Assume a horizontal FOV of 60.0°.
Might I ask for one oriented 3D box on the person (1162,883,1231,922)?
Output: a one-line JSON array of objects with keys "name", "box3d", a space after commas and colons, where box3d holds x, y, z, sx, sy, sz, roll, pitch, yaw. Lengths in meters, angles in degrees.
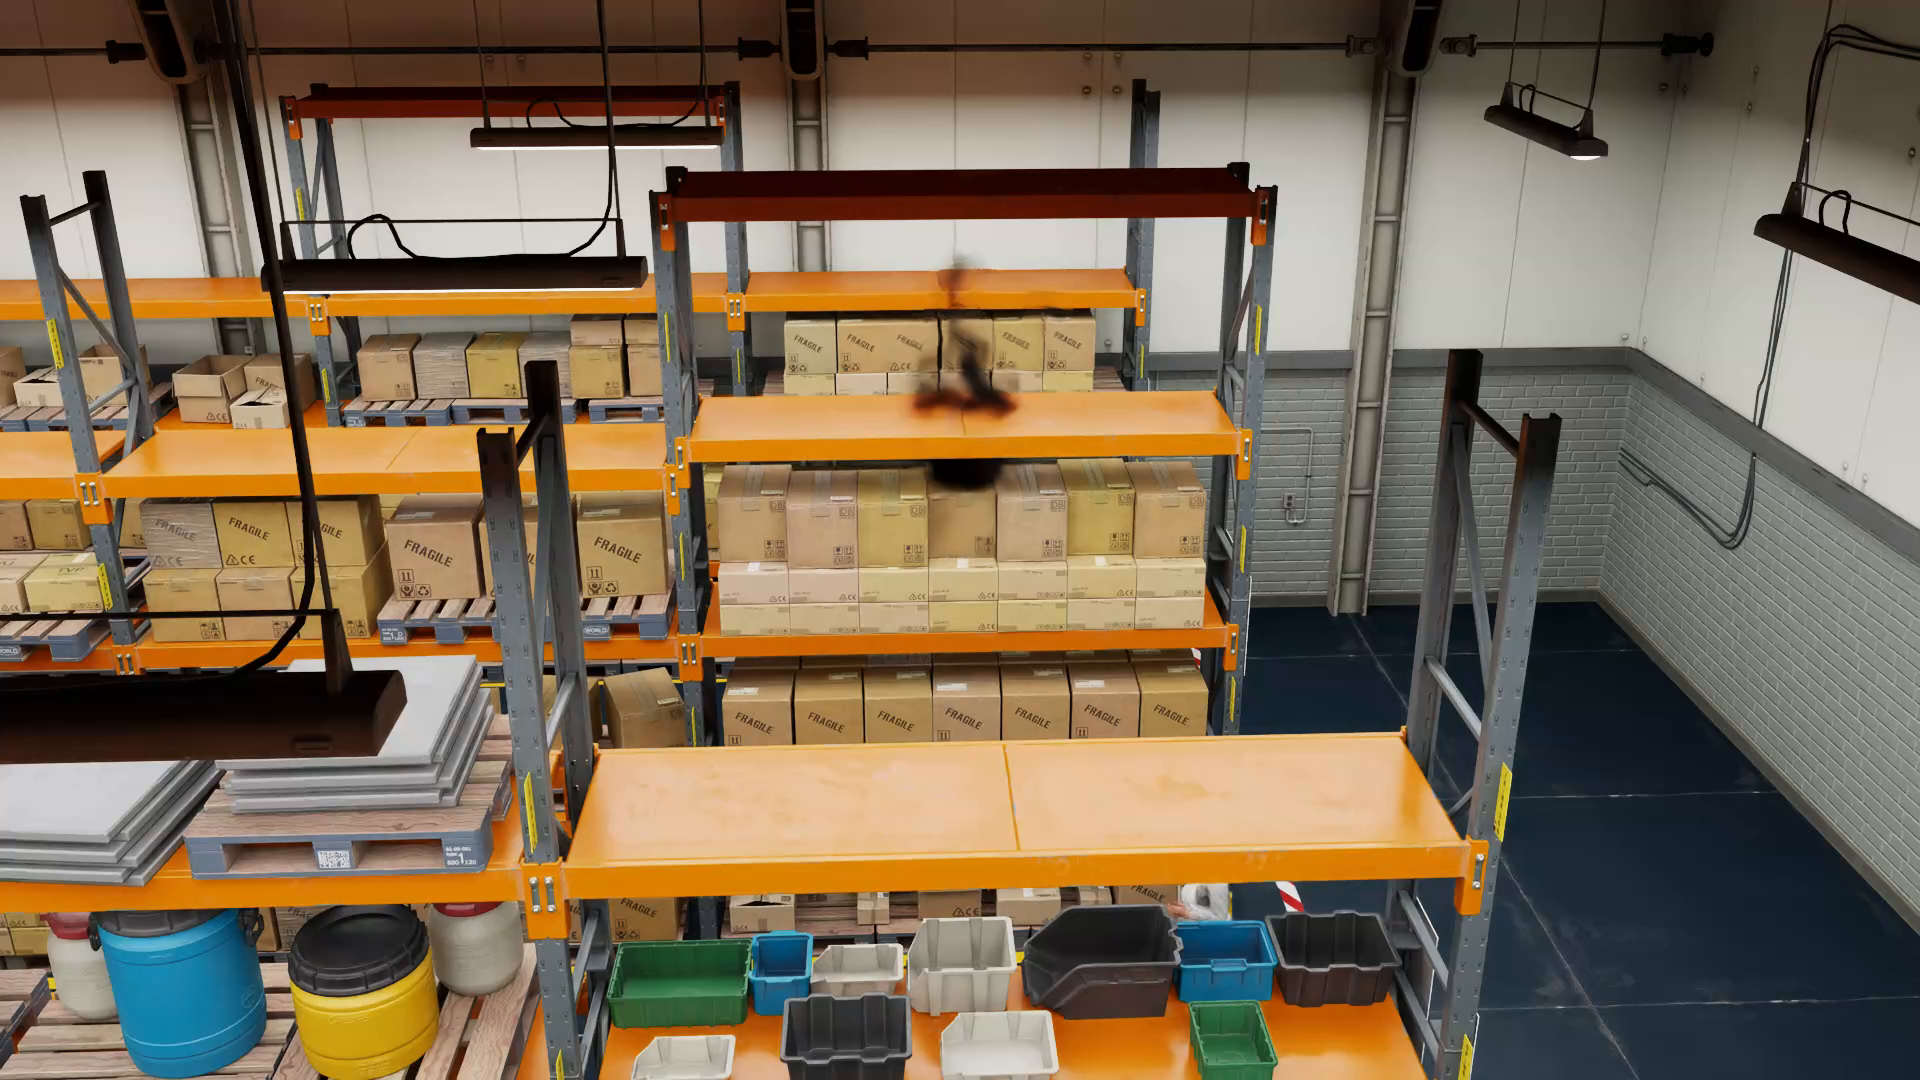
[{"name": "person", "box3d": [1.746, 2.829, 11.869, 0.749, 1.832, 0.653, -6, 23, -15]}]
